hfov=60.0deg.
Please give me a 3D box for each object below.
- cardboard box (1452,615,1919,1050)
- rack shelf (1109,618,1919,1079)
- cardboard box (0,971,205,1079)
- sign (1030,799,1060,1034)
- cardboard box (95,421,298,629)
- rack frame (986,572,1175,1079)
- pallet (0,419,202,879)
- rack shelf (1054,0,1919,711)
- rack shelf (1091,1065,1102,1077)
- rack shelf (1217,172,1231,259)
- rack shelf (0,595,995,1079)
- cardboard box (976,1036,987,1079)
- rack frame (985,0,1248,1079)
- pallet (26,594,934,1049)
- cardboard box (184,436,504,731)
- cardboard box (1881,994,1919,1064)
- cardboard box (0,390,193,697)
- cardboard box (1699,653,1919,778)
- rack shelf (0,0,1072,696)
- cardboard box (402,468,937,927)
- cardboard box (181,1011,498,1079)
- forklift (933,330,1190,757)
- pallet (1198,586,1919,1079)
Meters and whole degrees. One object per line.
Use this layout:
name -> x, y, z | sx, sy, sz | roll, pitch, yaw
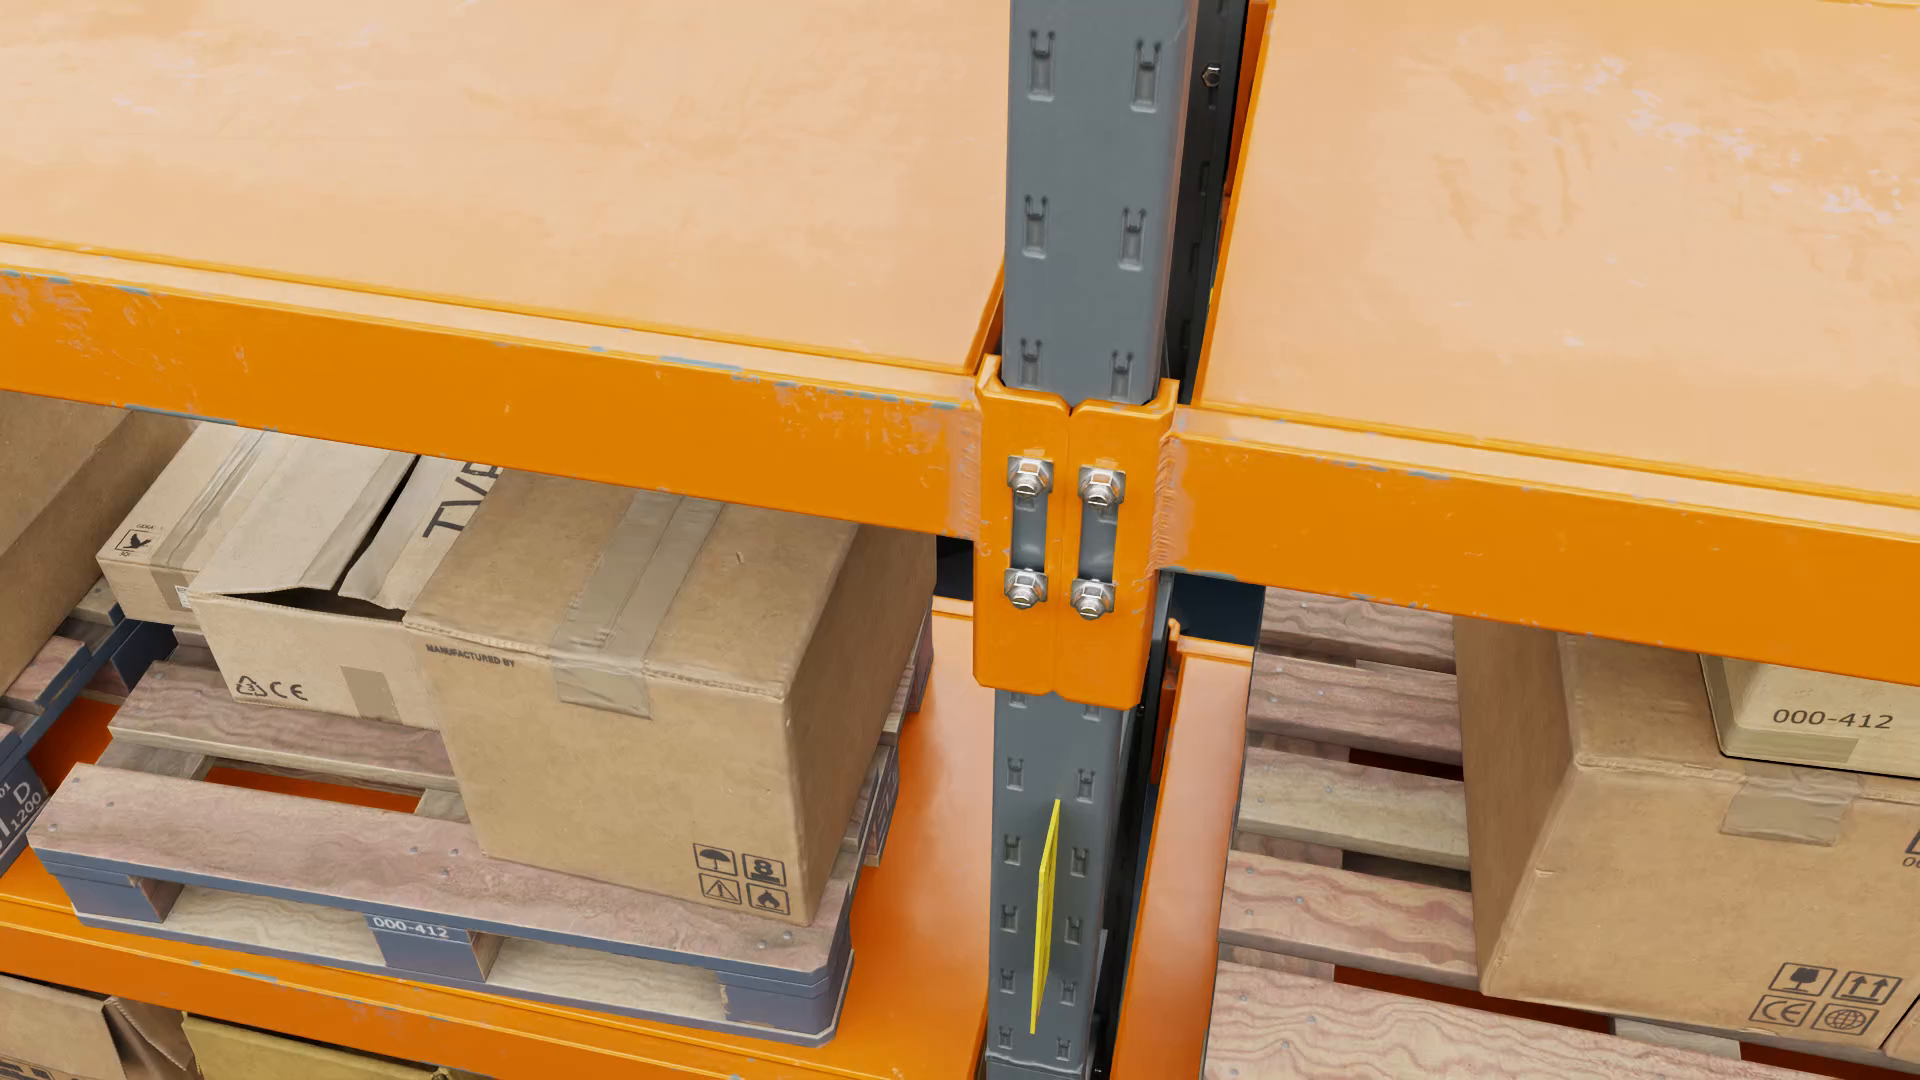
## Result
cardboard box -> 0.980, 0.207, 2.222 | 0.500, 0.500, 0.700 | 6, 44, 7
rack shelf -> 2.155, 0.915, 2.453 | 4.000, 0.370, 1.077 | 9, 45, 9
cardboard box -> -1.699, 0.749, 3.473 | 0.637, 0.503, 0.797 | 10, 45, 10
sign -> 0.095, 0.422, 1.846 | 0.005, 0.325, 0.100 | 9, 45, 9
cardboard box -> -1.217, -0.035, 2.799 | 0.250, 0.149, 0.380 | 7, 44, 7
rack frame -> 0.204, 1.433, 3.558 | 0.127, 3.000, 1.000 | 9, 45, 9
pallet -> -1.968, 0.044, 2.975 | 1.213, 0.211, 1.003 | 11, 45, 11
rack shelf -> 2.155, -0.022, 1.551 | 4.000, 0.370, 1.077 | 9, 45, 9
rack shelf -> 2.155, 1.995, 3.493 | 4.000, 0.370, 1.077 | 9, 45, 9
rack shelf -> -0.667, -1.962, 7.605 | 4.000, 0.370, 1.077 | 9, 45, 9
rack shelf -> -1.748, 0.309, 3.082 | 4.000, 0.370, 1.077 | 9, 45, 9
cardboard box -> -0.191, 1.158, 3.771 | 0.500, 0.500, 0.500 | 9, 45, 9
rack frame -> 0.204, -0.728, 1.478 | 0.127, 3.000, 1.000 | 9, 45, 9
pallet -> -0.702, 0.316, 2.694 | 1.217, 0.209, 0.805 | 7, 44, 7
cardboard box -> -0.847, 0.006, 2.639 | 0.500, 0.311, 0.500 | 7, 44, 8
cardboard box -> 1.504, 0.291, 2.134 | 0.500, 0.500, 0.700 | 11, 45, 11
cardboard box -> -1.702, -0.147, 2.659 | 0.637, 0.503, 0.797 | 8, 45, 8
cardboard box -> 1.120, 0.006, 1.890 | 0.500, 0.250, 0.500 | 6, 44, 6
rack shelf -> -1.748, -0.628, 2.180 | 4.000, 0.370, 1.077 | 9, 45, 9
cardboard box -> -0.365, 0.084, 2.422 | 0.500, 0.500, 0.700 | 10, 45, 10
cardboard box -> -1.089, 0.833, 3.386 | 0.637, 0.503, 0.797 | 9, 45, 10
forklift -> 0.212, -0.650, 5.771 | 1.130, 2.935, 3.031 | -14, 46, -14
pallet -> 1.000, 0.515, 2.413 | 1.213, 0.211, 1.003 | 9, 45, 9
